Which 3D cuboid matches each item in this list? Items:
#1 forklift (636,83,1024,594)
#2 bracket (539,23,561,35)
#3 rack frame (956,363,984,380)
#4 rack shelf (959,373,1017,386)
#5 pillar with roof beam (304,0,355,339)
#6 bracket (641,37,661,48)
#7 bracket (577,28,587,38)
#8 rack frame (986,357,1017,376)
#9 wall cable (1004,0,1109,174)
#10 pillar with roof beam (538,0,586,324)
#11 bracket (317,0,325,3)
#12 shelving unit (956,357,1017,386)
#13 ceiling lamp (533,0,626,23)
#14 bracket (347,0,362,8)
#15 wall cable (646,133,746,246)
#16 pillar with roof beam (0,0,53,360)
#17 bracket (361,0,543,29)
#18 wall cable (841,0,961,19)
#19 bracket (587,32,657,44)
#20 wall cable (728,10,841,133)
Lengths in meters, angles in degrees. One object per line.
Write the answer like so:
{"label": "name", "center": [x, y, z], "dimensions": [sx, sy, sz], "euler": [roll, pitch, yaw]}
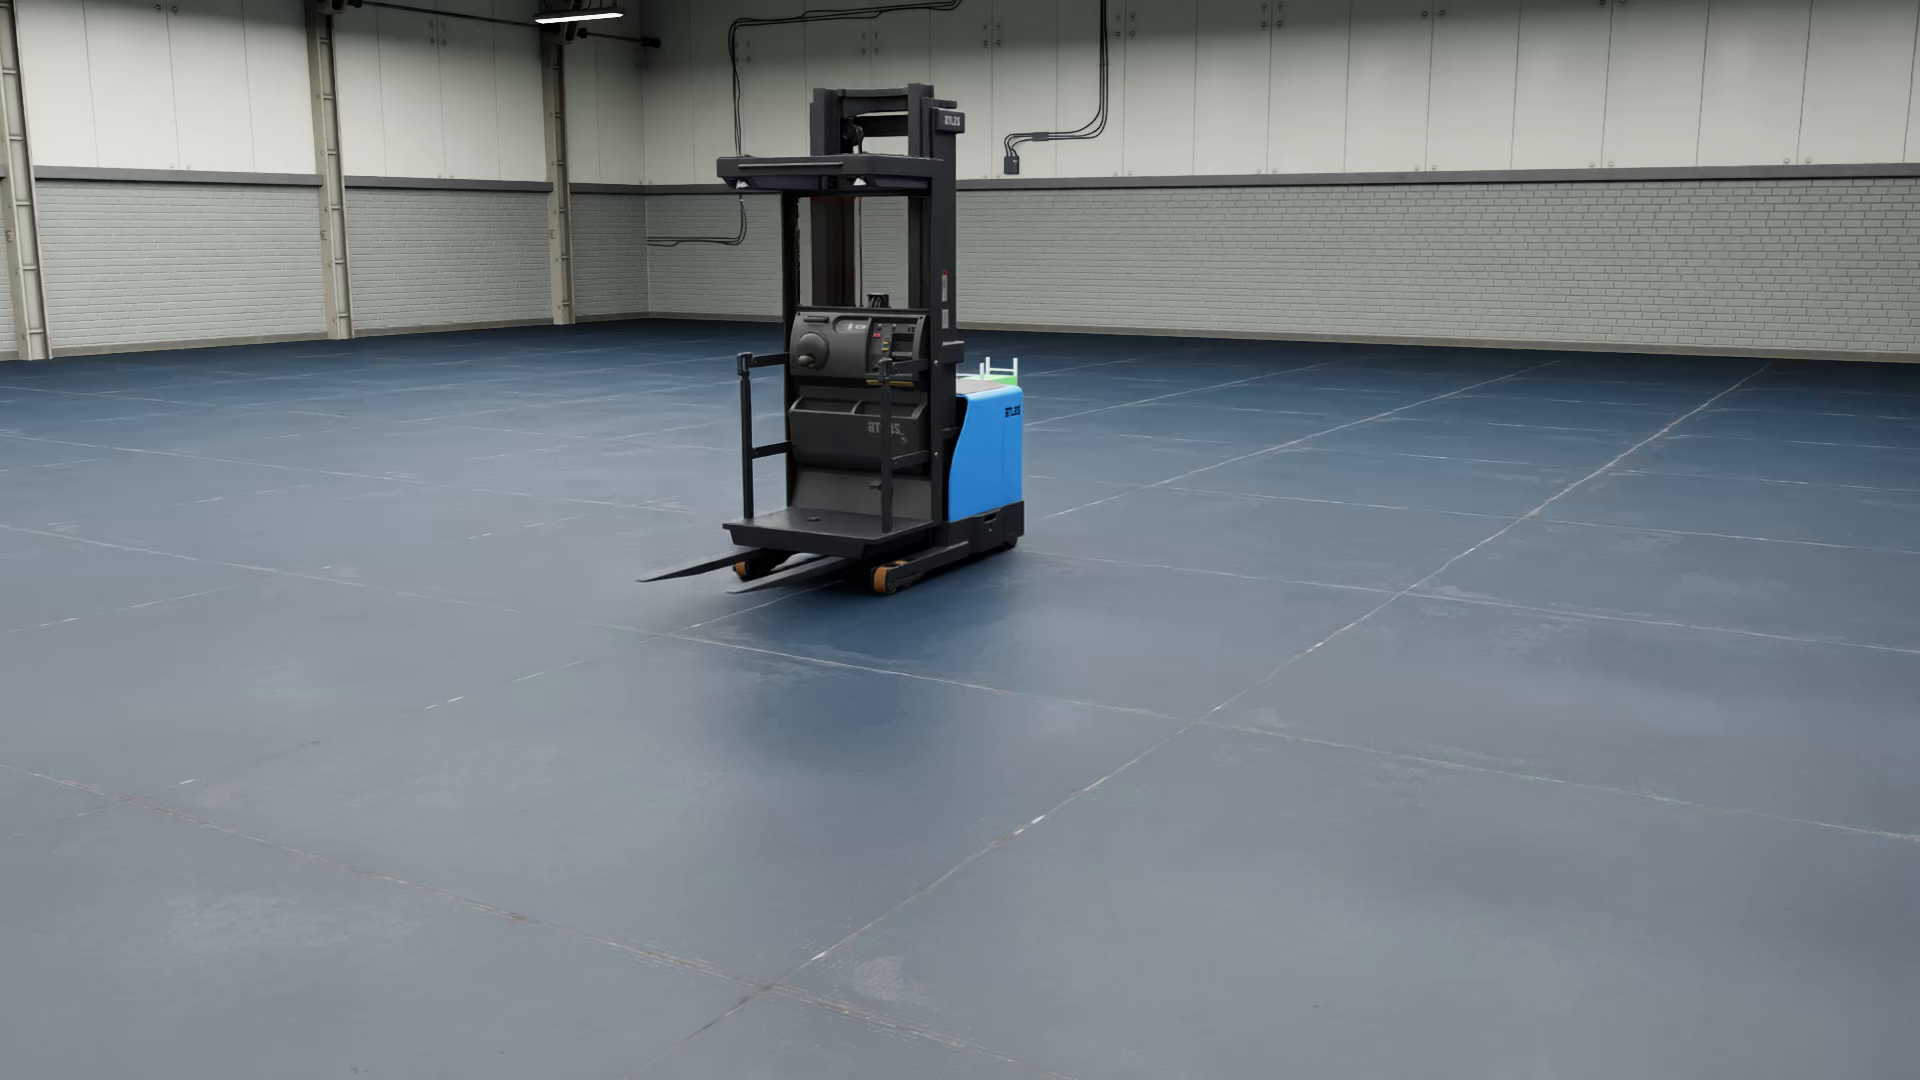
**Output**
{"label": "forklift", "center": [-0.728, -1.219, 9.917], "dimensions": [1.130, 2.935, 3.031], "euler": [6, 12, 29]}
{"label": "bracket", "center": [-8.775, -10.934, 35.536], "dimensions": [0.235, 0.232, 0.430], "euler": [6, 12, 31]}
{"label": "rack frame", "center": [0.053, -0.612, 11.376], "dimensions": [0.240, 1.200, 0.015], "euler": [6, 12, 29]}
{"label": "rack shelf", "center": [0.172, -1.060, 11.509], "dimensions": [0.258, 0.148, 0.480], "euler": [6, 12, 29]}
{"label": "pillar with roof beam", "center": [-8.299, -7.909, 29.160], "dimensions": [9.100, 9.000, 0.548], "euler": [6, 12, 31]}
{"label": "bracket", "center": [-7.114, -11.437, 38.225], "dimensions": [0.235, 0.232, 0.430], "euler": [6, 12, 31]}
{"label": "bracket", "center": [-8.344, -11.064, 36.234], "dimensions": [0.235, 0.232, 0.430], "euler": [6, 12, 31]}
{"label": "rack frame", "center": [0.291, -0.690, 11.795], "dimensions": [0.240, 1.200, 0.015], "euler": [6, 12, 29]}
{"label": "wall cable", "center": [1.902, -10.363, 33.027], "dimensions": [2.305, 6.003, 0.169], "euler": [6, 12, 31]}
{"label": "pillar with roof beam", "center": [-5.184, -8.853, 34.201], "dimensions": [9.100, 9.000, 0.548], "euler": [6, 12, 31]}
{"label": "bracket", "center": [-11.890, -9.990, 30.496], "dimensions": [0.235, 0.232, 0.430], "euler": [6, 12, 31]}
{"label": "shelving unit", "center": [0.172, -0.651, 11.586], "dimensions": [0.258, 1.200, 0.503], "euler": [6, 12, 29]}
{"label": "ceiling lamp", "center": [-6.810, -11.072, 30.190], "dimensions": [2.000, 3.185, 0.800], "euler": [6, 12, 31]}
{"label": "bracket", "center": [-11.459, -10.121, 31.193], "dimensions": [0.235, 0.232, 0.430], "euler": [6, 12, 31]}
{"label": "wall cable", "center": [-6.203, -8.075, 38.483], "dimensions": [3.097, 2.526, 0.112], "euler": [6, 12, 31]}
{"label": "pillar with roof beam", "center": [-11.414, -6.965, 24.120], "dimensions": [9.100, 9.000, 0.400], "euler": [6, 12, 31]}
{"label": "bracket", "center": [-10.113, -10.529, 33.372], "dimensions": [0.076, 0.066, 4.783], "euler": [6, 12, 31]}
{"label": "wall cable", "center": [-1.246, -12.239, 34.640], "dimensions": [3.097, 2.526, 0.112], "euler": [6, 12, 31]}
{"label": "bracket", "center": [-7.420, -11.344, 37.728], "dimensions": [0.076, 0.066, 3.189], "euler": [6, 12, 31]}
{"label": "wall cable", "center": [-3.891, -10.299, 36.638], "dimensions": [3.097, 2.526, 0.112], "euler": [6, 12, 31]}
